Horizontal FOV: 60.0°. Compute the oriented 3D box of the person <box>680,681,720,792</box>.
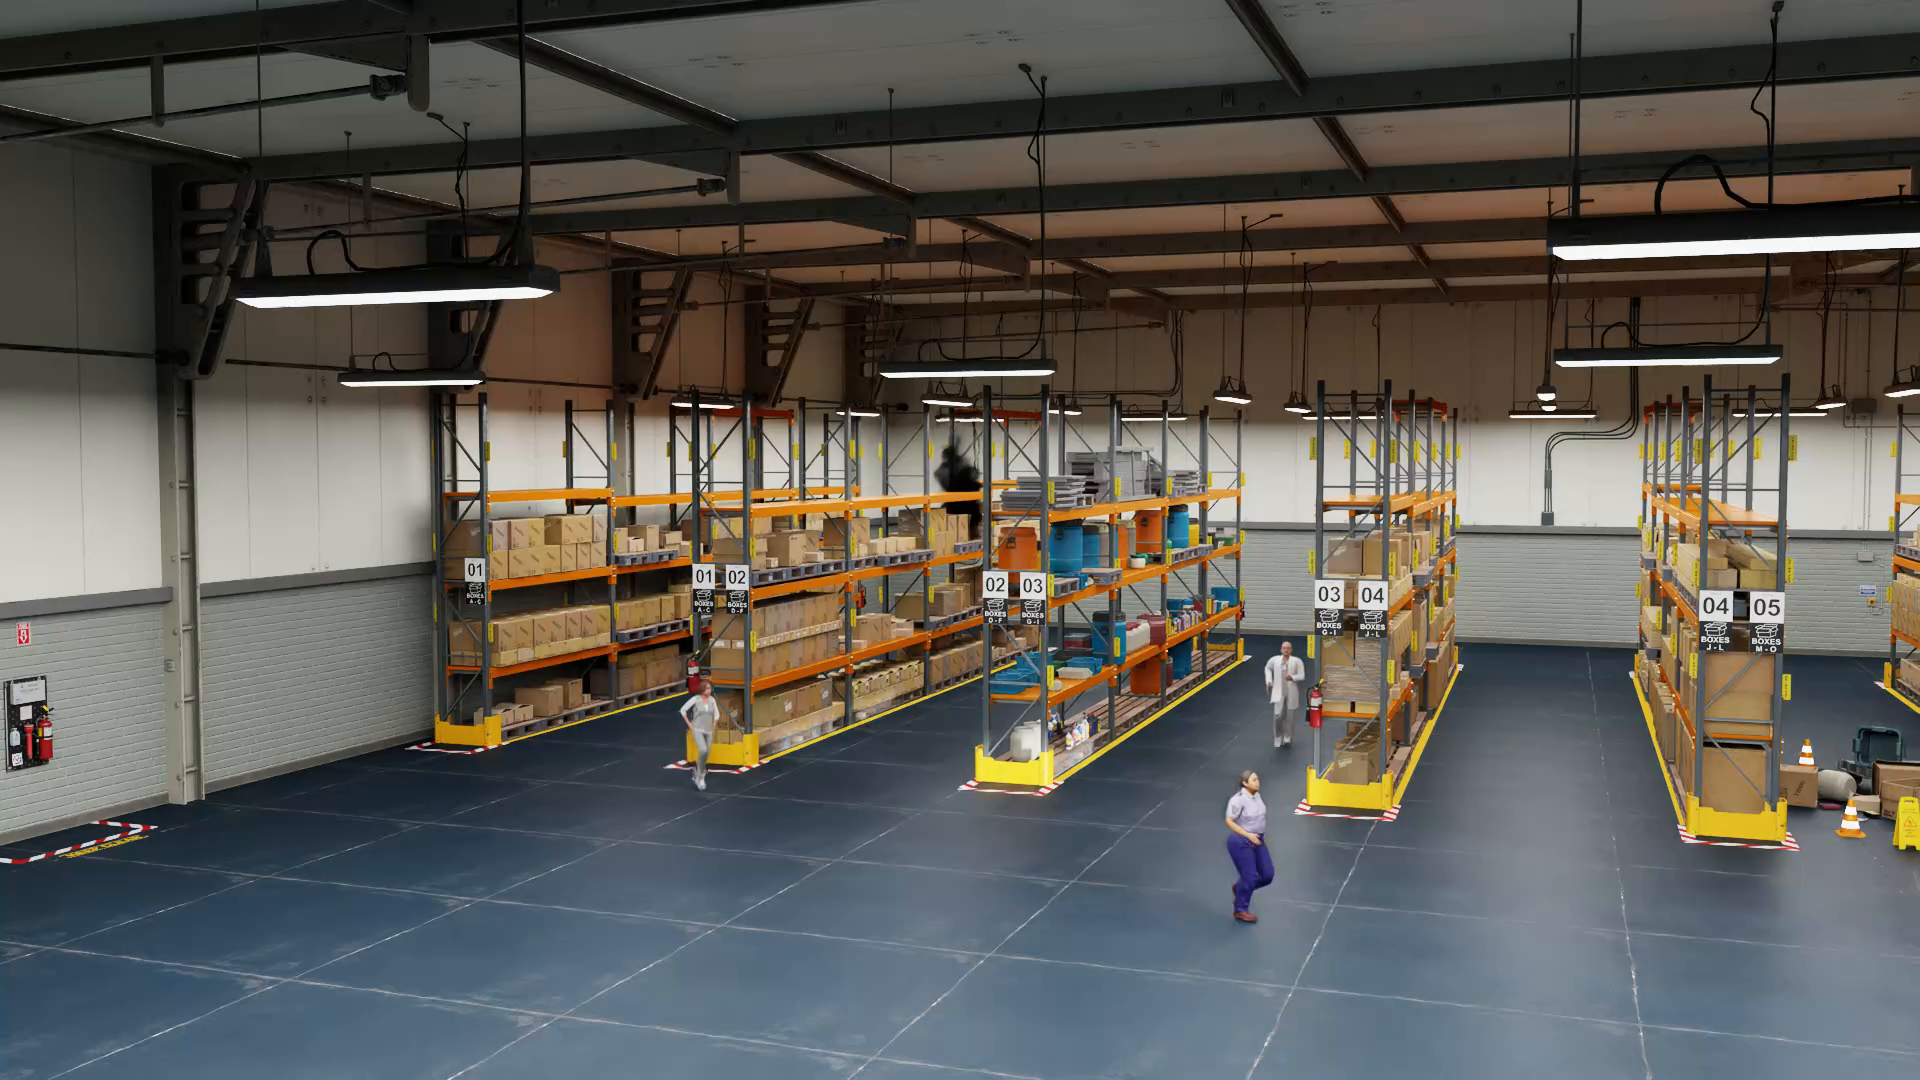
[{"bbox_3d":[-3.833,2.894,24.743,0.543,1.610,0.646,-2,4,-36],"label":"person"}]

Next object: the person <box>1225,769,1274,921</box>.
[{"bbox_3d":[3.074,3.257,17.762,0.621,1.599,0.547,-3,4,-44],"label":"person"}]

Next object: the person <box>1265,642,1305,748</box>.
[{"bbox_3d":[5.492,2.623,28.127,0.673,1.799,0.773,1,3,11],"label":"person"}]
